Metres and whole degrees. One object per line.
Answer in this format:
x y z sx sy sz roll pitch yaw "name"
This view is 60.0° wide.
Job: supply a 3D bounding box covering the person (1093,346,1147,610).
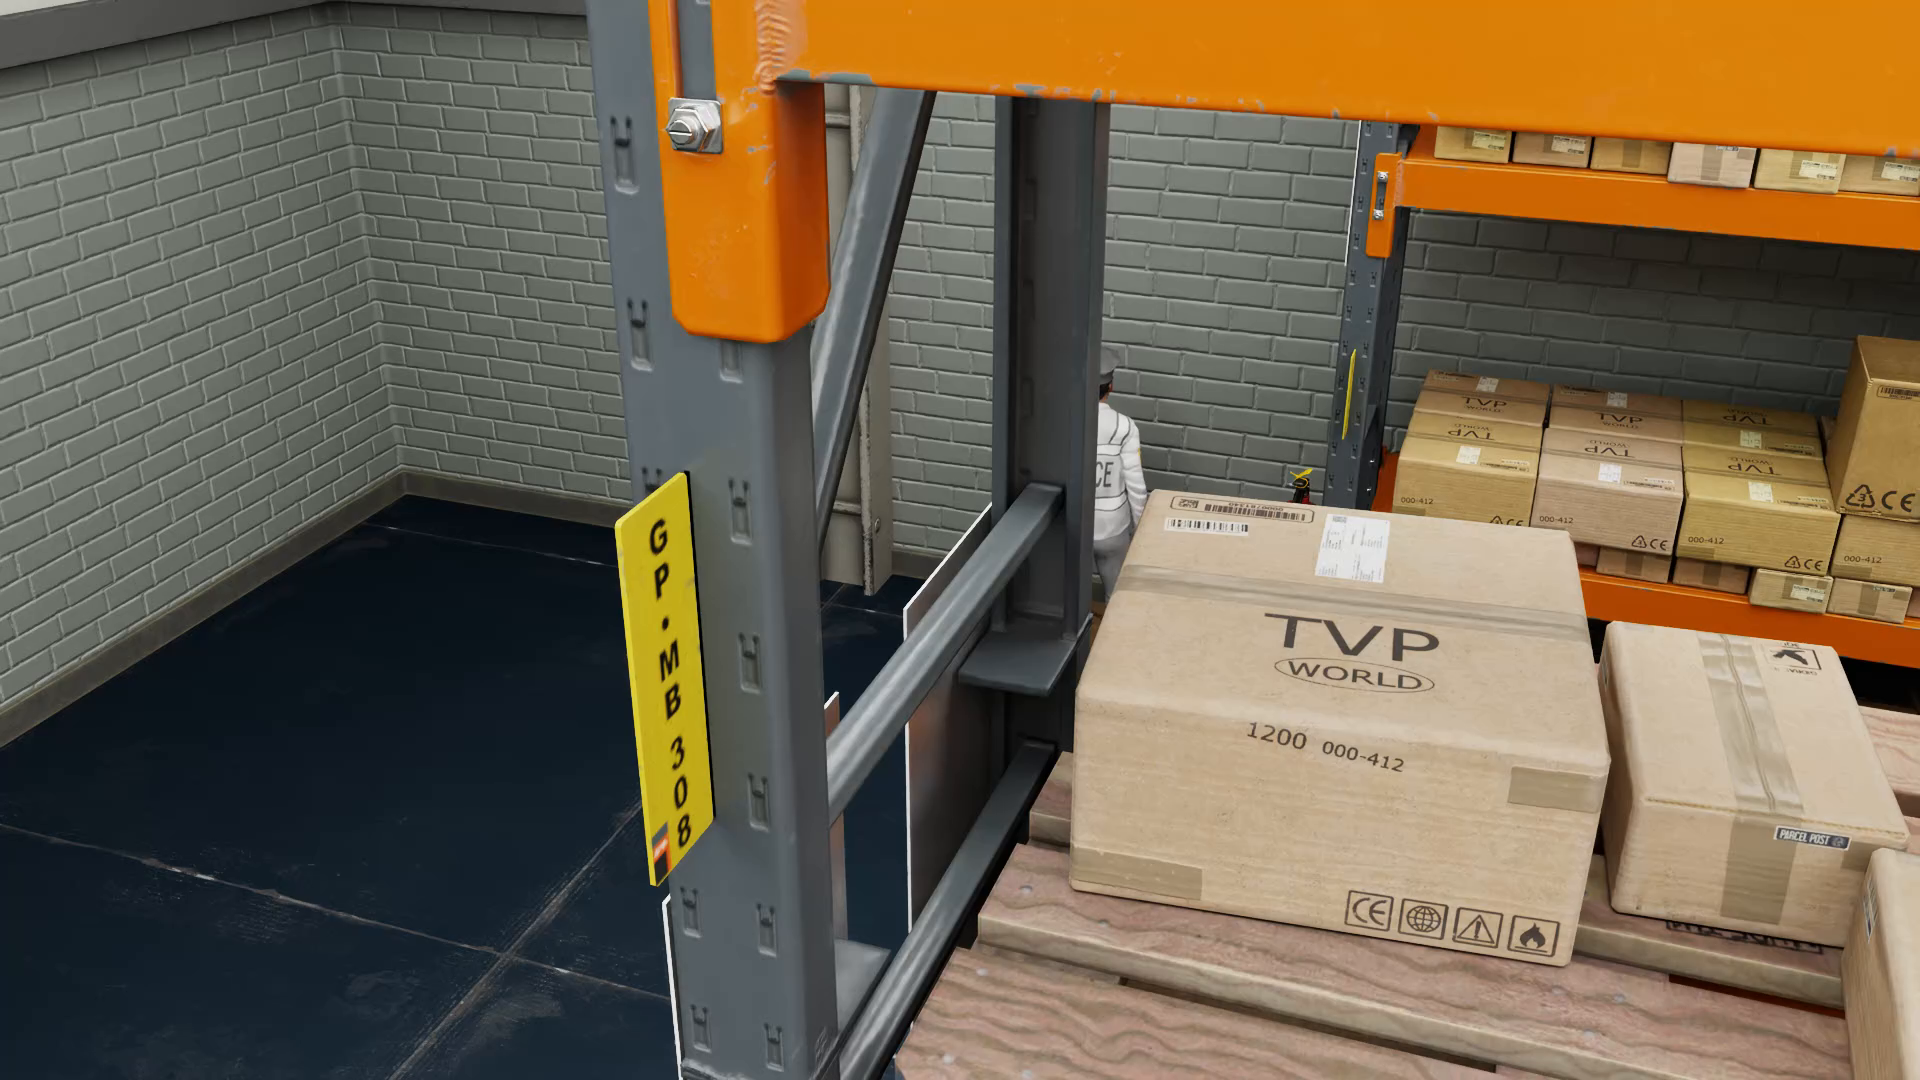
0.609 -0.059 7.728 0.547 1.664 0.370 7 27 15 "person"
